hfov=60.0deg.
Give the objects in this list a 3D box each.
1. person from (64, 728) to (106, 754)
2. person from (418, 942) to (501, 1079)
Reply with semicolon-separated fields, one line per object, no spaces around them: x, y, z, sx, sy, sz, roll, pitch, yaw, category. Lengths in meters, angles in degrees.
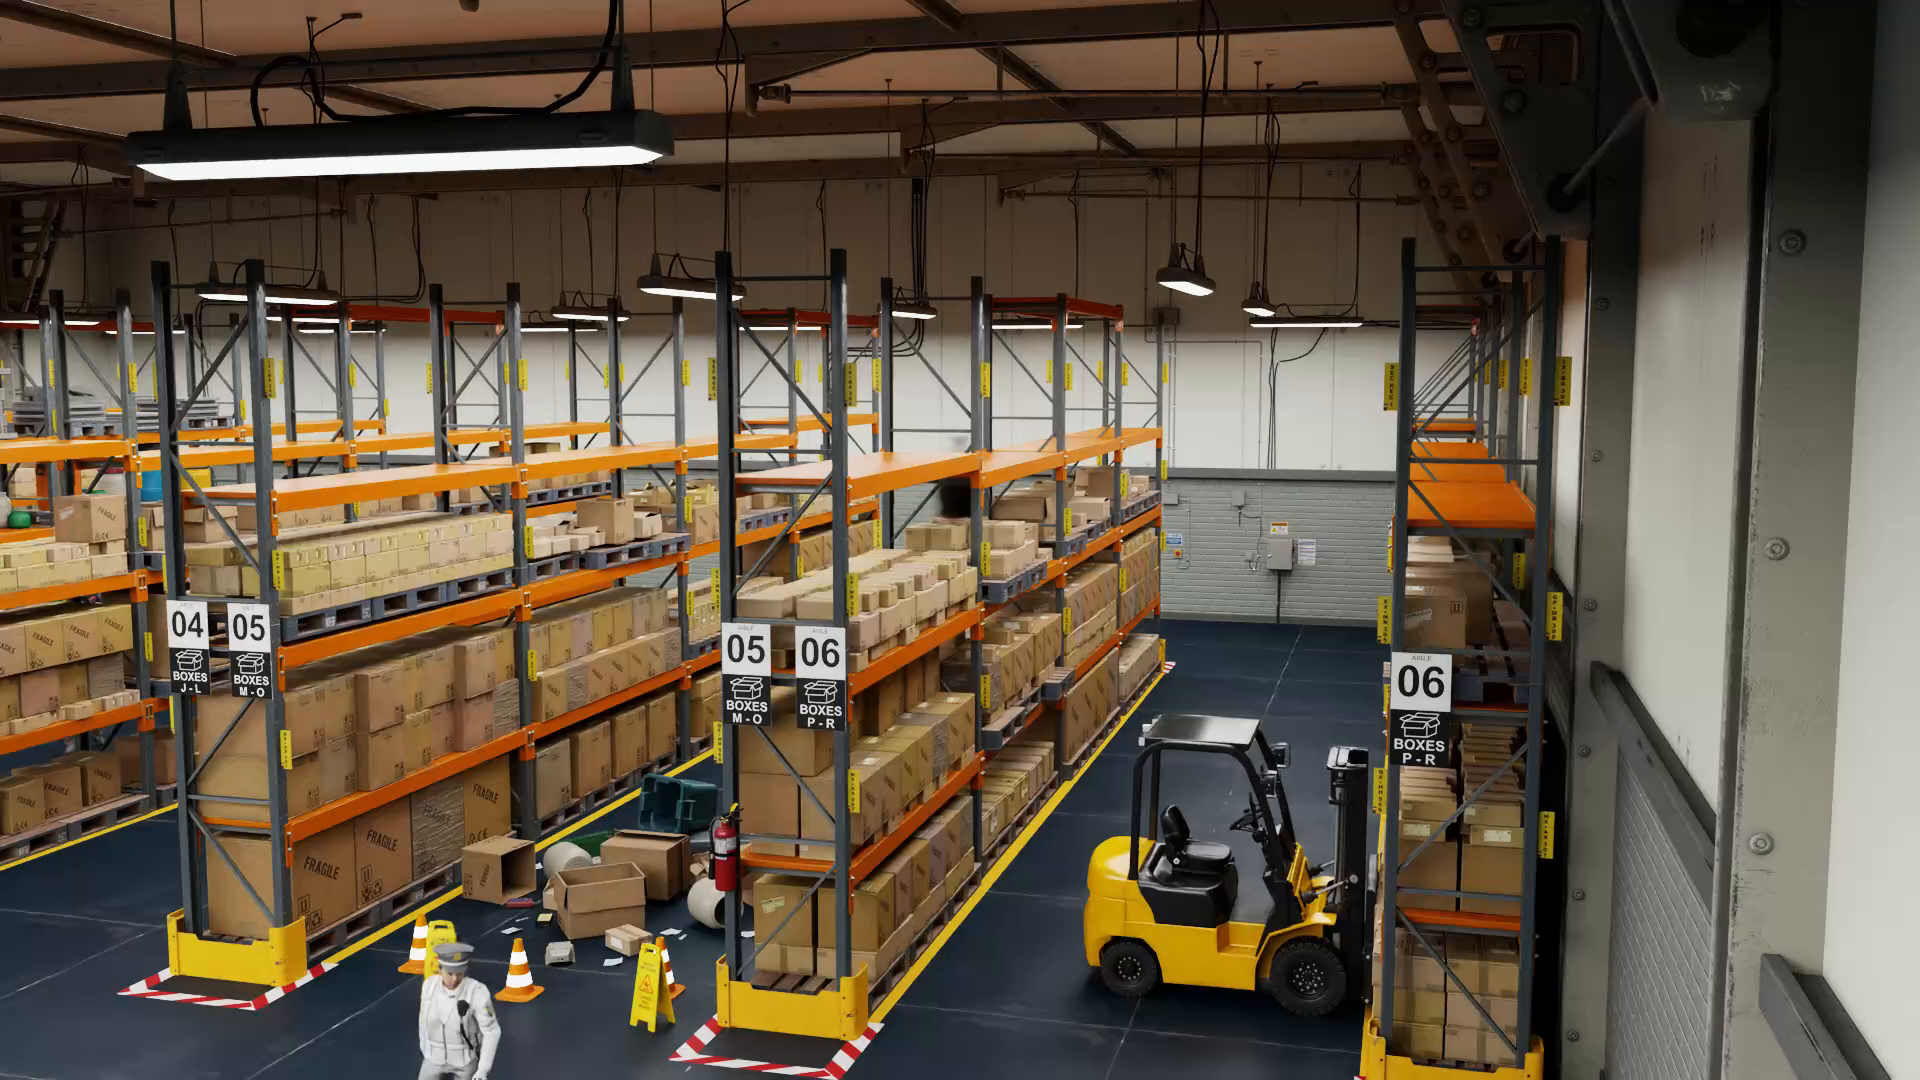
-11.826;1.996;22.154;0.693;1.664;0.844;-2;6;-15;person
-3.155;3.269;10.405;0.623;1.624;0.575;0;6;3;person
